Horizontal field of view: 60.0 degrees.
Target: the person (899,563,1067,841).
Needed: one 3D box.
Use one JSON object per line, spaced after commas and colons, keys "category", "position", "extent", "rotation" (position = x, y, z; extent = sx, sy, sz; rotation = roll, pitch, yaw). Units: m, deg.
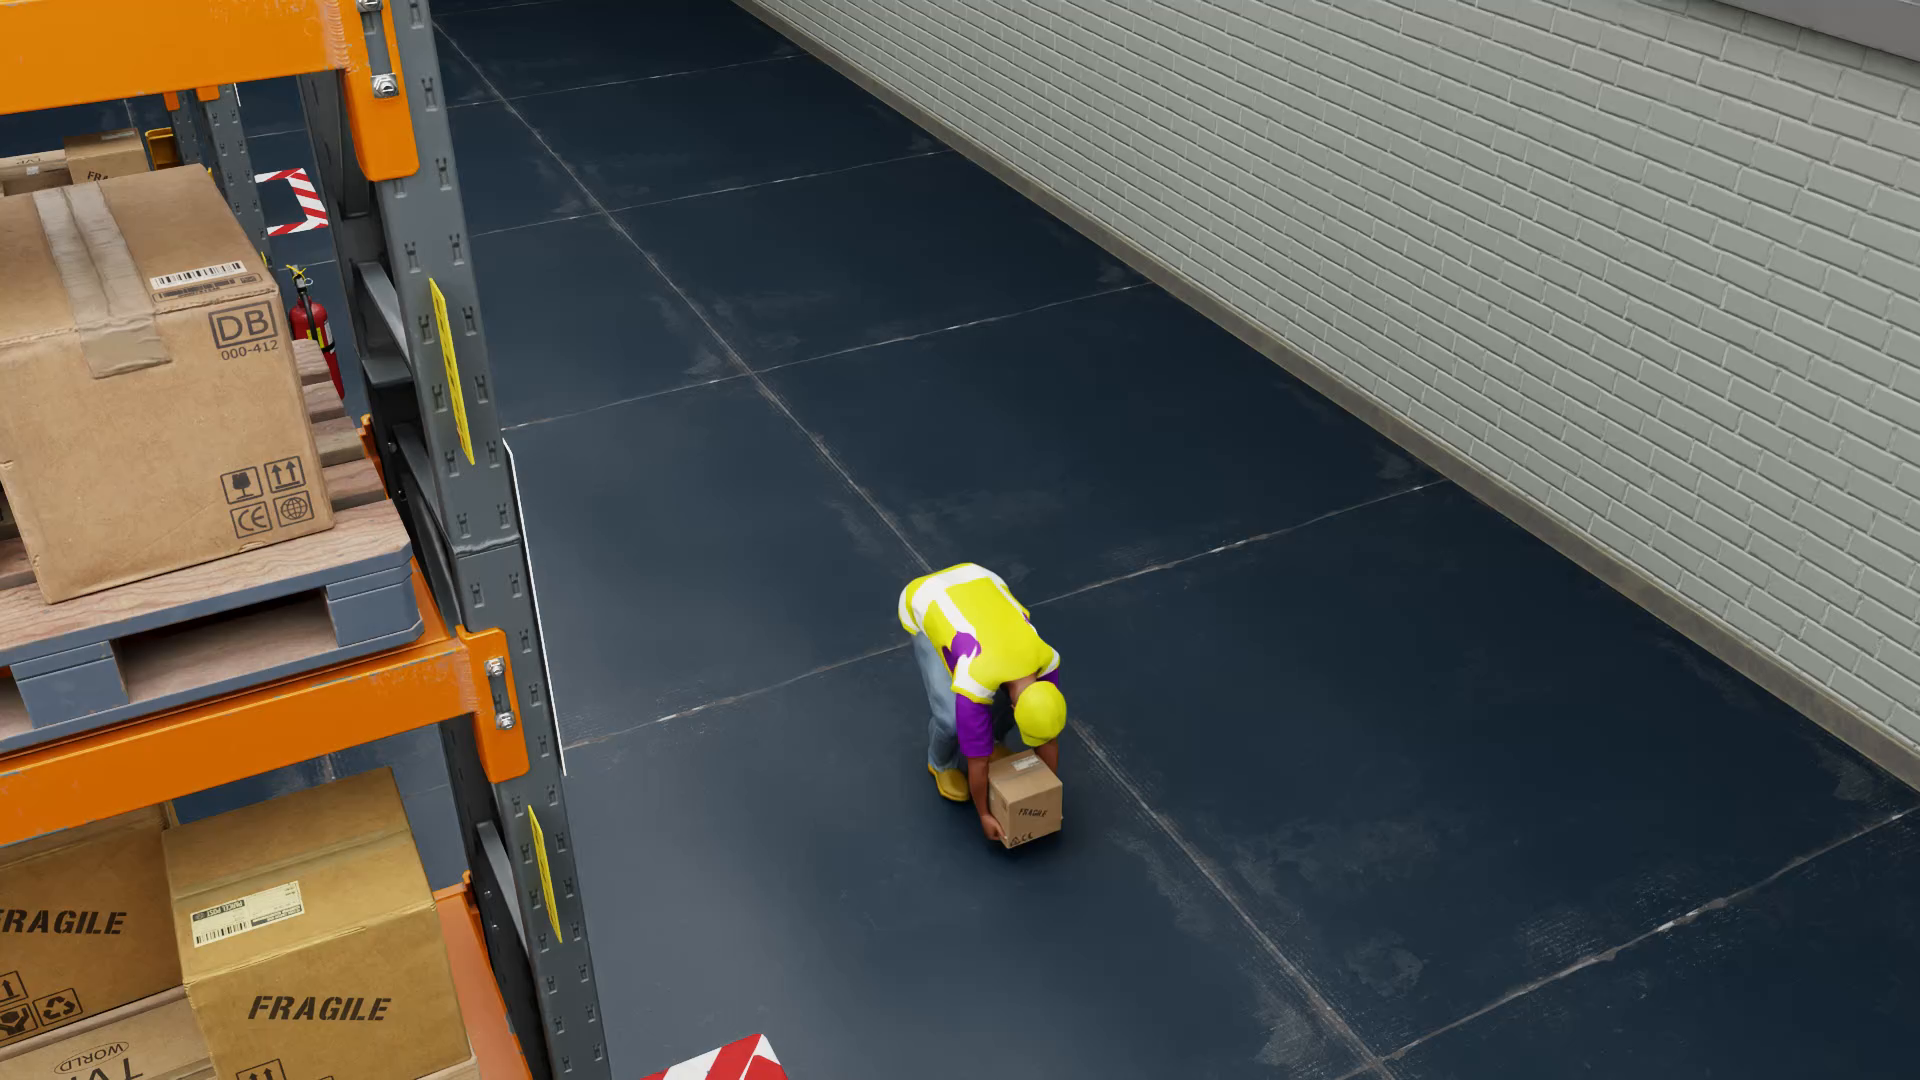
{"category": "person", "position": [0.129, 0.663, 6.811], "extent": [0.493, 0.980, 0.974], "rotation": [-18, 37, -25]}
